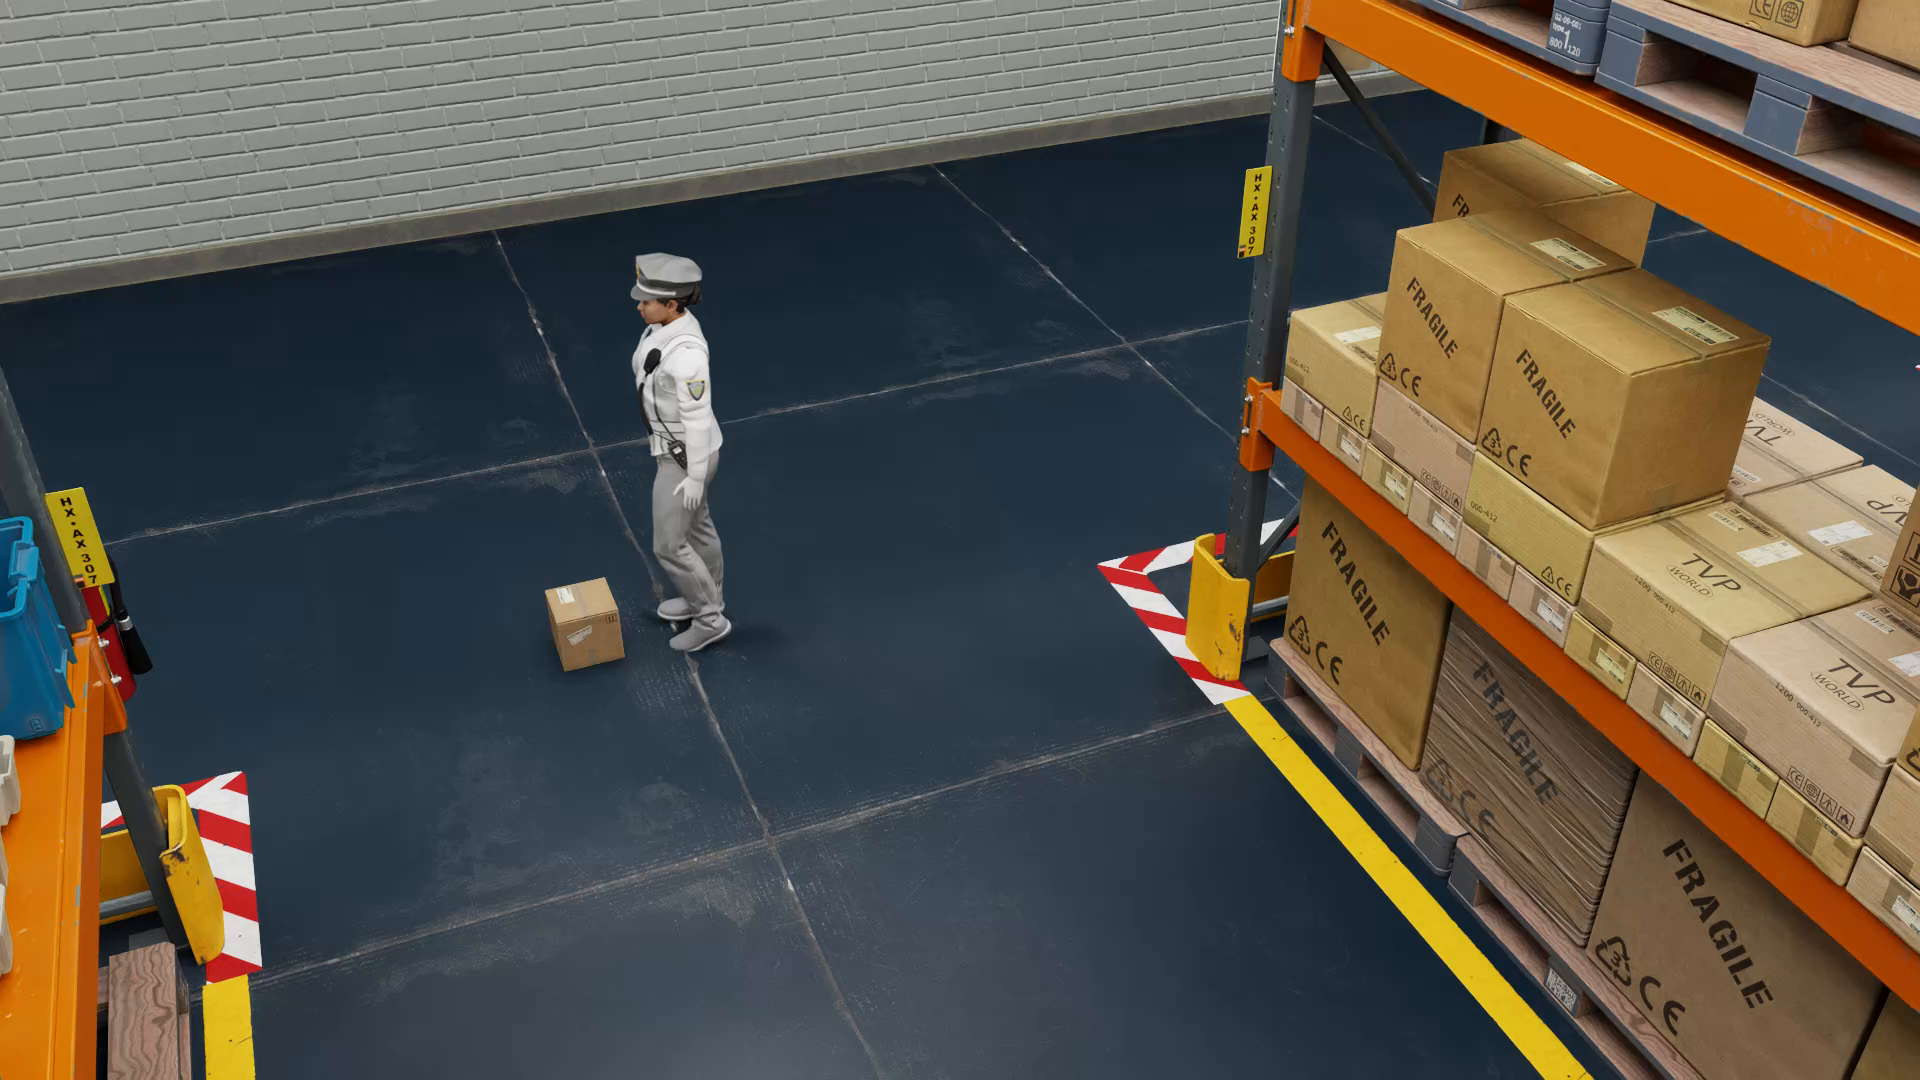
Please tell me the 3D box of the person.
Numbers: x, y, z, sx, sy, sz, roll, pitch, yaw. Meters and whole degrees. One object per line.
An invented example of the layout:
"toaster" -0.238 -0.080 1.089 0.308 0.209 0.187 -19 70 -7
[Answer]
"person" -1.120 -0.343 6.668 0.334 1.711 0.516 -9 35 -13
